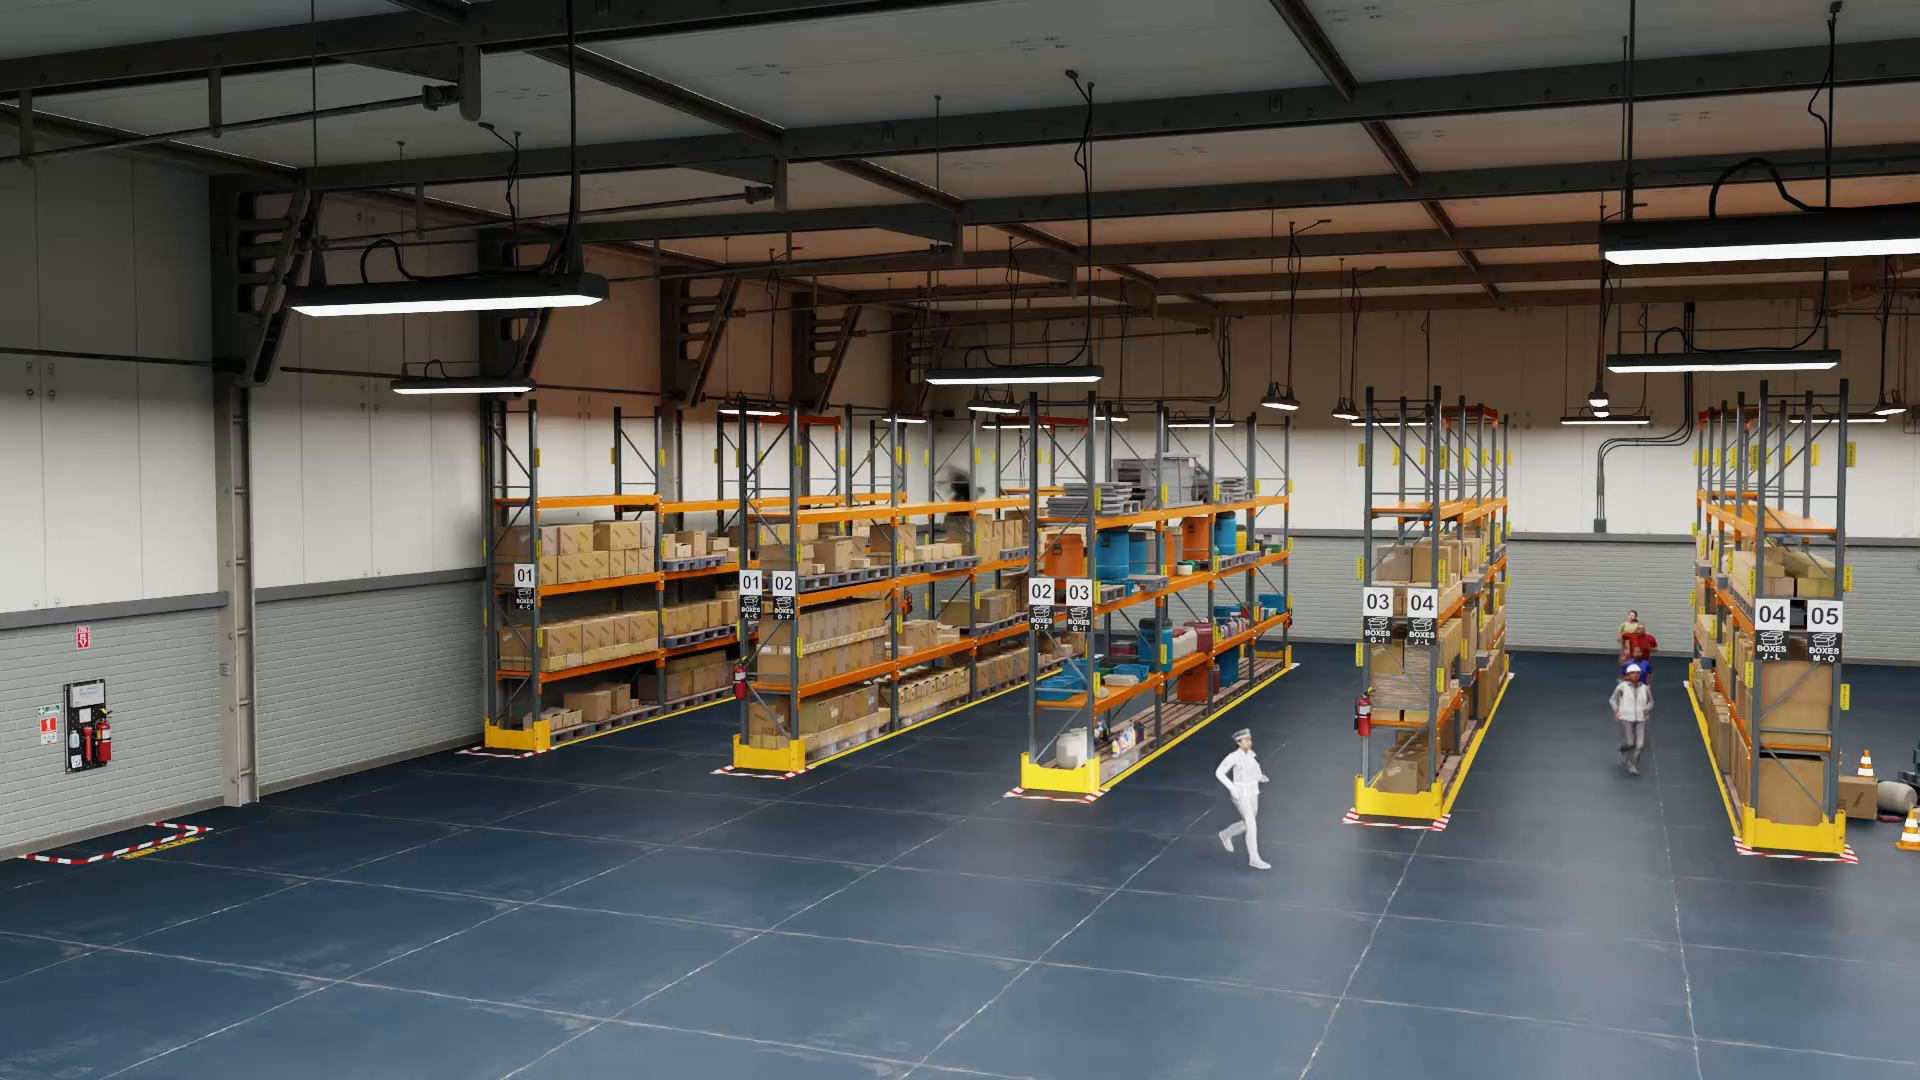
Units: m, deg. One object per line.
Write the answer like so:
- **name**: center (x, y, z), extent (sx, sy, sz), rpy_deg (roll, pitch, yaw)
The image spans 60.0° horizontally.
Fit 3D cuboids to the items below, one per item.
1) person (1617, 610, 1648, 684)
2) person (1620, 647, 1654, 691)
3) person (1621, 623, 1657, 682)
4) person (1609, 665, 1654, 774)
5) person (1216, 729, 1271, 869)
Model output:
- **person**: center (14.819, 2.373, 36.800), extent (0.661, 1.658, 0.644), rpy_deg (-2, 3, -36)
- **person**: center (12.069, 2.723, 29.654), extent (0.579, 1.650, 0.851), rpy_deg (1, 3, 16)
- **person**: center (13.732, 2.511, 33.641), extent (0.654, 1.692, 0.929), rpy_deg (1, 3, 13)
- **person**: center (10.684, 2.841, 26.398), extent (0.658, 1.727, 0.578), rpy_deg (0, 3, 8)
- **person**: center (3.484, 3.146, 20.463), extent (0.623, 1.664, 0.884), rpy_deg (-2, 4, -39)
